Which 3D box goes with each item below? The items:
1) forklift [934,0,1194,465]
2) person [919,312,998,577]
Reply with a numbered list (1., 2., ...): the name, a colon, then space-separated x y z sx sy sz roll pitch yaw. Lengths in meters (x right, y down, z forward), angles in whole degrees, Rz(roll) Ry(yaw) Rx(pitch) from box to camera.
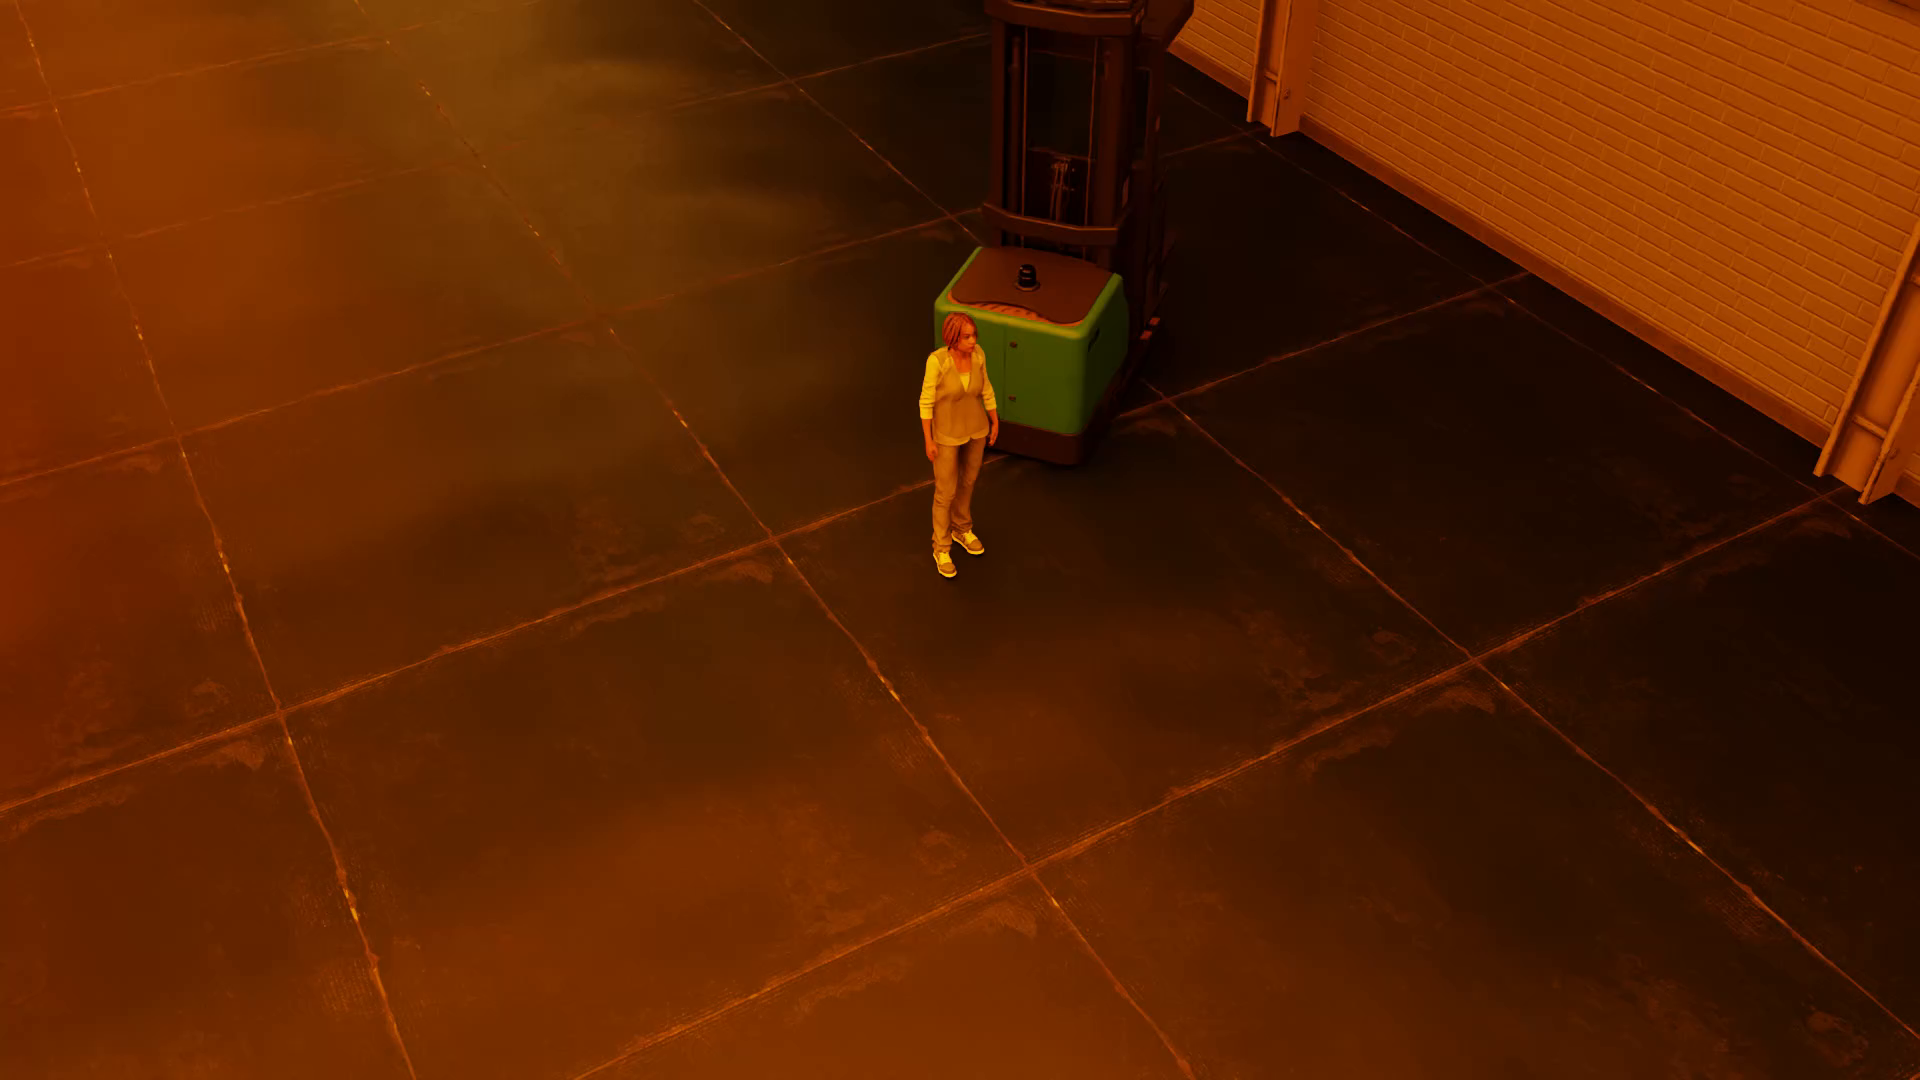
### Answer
1. forklift: 0.839 -2.558 11.121 1.130 2.935 3.031 14 42 17
2. person: 0.026 -0.574 9.762 0.520 1.600 0.472 -20 44 -23
